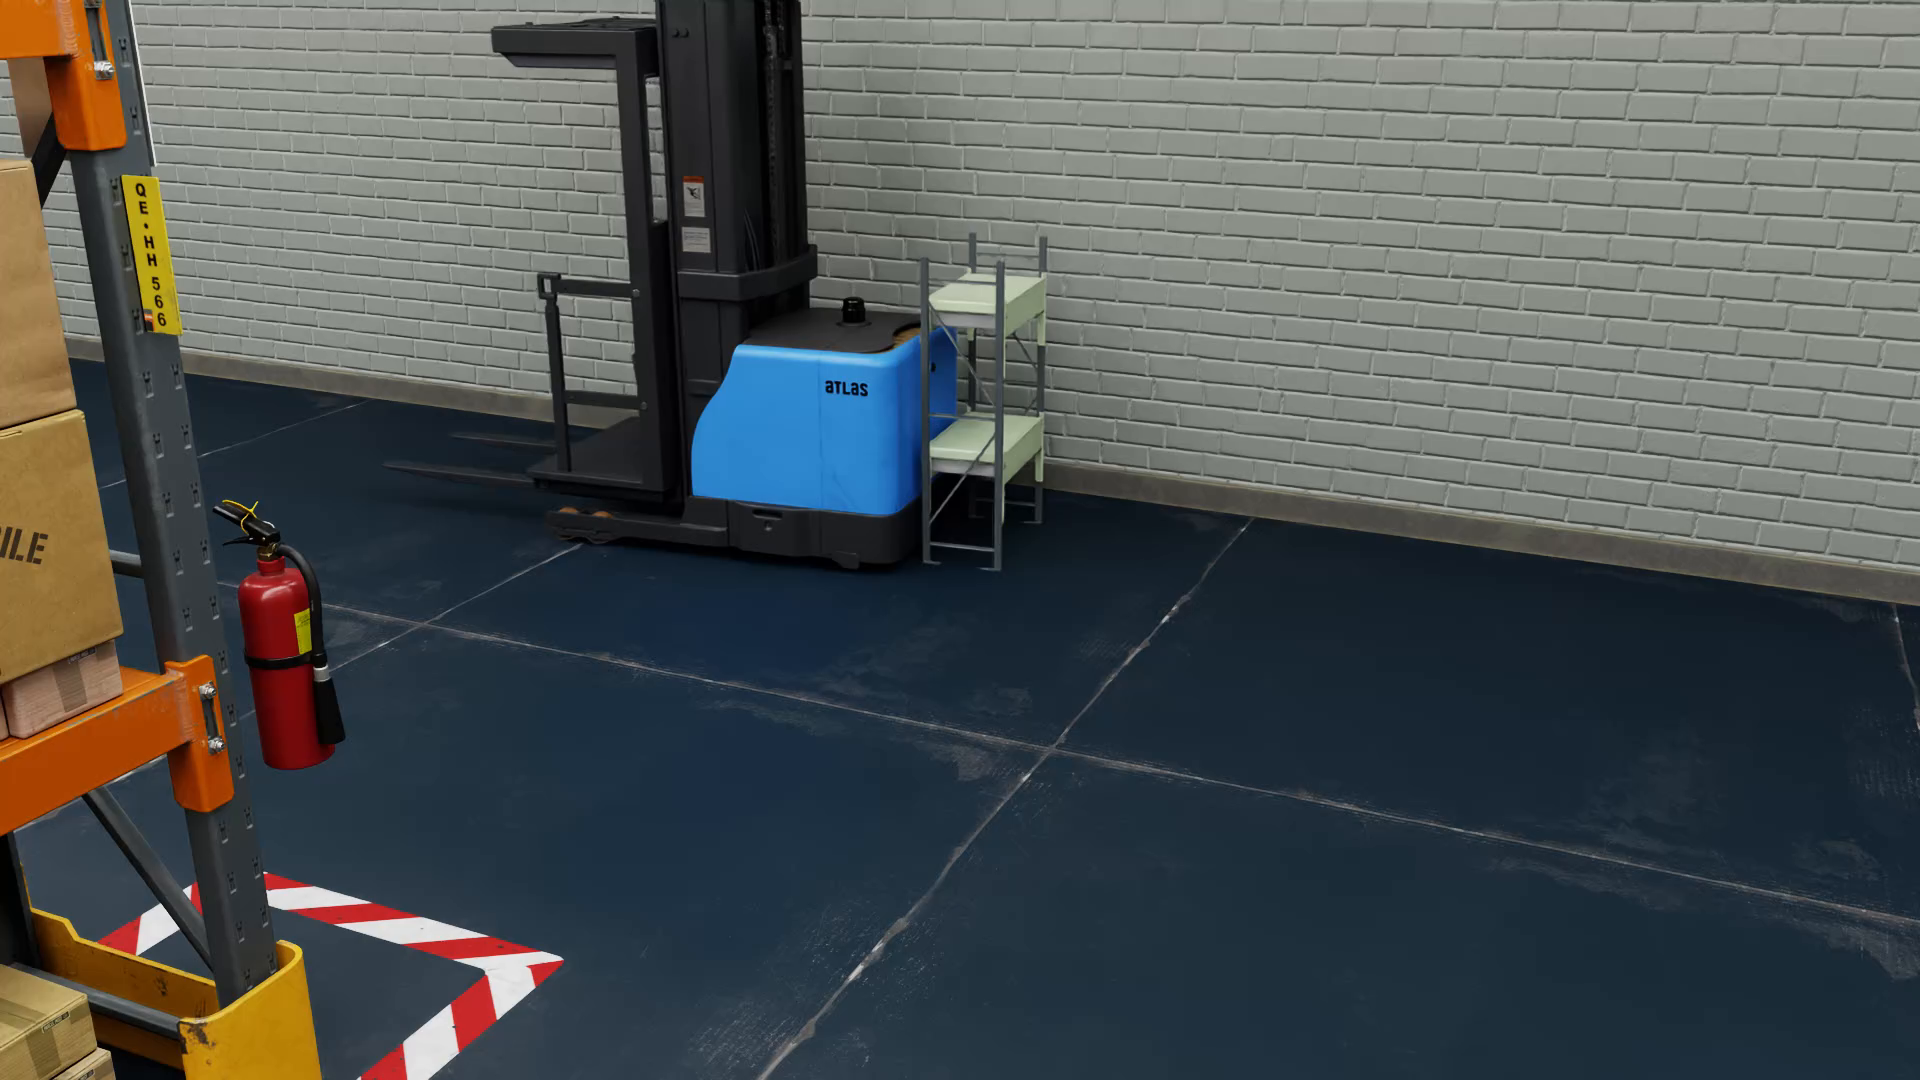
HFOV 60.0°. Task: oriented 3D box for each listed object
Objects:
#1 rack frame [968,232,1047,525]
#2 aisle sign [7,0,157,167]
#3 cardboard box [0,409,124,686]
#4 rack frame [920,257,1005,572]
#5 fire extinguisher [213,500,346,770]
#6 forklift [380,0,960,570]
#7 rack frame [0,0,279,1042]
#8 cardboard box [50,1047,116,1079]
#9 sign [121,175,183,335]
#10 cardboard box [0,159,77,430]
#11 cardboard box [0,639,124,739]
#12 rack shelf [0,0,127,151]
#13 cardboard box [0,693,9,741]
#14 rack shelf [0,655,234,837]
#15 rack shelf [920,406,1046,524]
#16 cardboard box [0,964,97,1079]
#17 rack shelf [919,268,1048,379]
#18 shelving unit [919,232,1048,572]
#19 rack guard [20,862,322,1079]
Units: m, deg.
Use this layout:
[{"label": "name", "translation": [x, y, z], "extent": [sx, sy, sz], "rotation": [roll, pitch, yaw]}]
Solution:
[{"label": "rack frame", "translation": [0.236, -0.809, 8.505], "extent": [0.400, 1.500, 0.023], "rotation": [6, 21, 17]}, {"label": "aisle sign", "translation": [-1.869, -1.183, 3.438], "extent": [0.394, 0.787, 0.004], "rotation": [9, 21, 23]}, {"label": "cardboard box", "translation": [-2.122, 0.009, 3.375], "extent": [0.500, 0.500, 0.500], "rotation": [9, 21, 24]}, {"label": "rack frame", "translation": [0.010, -0.576, 7.850], "extent": [0.400, 1.500, 0.023], "rotation": [6, 21, 17]}, {"label": "fire extinguisher", "translation": [-1.649, 0.222, 4.041], "extent": [0.296, 0.674, 0.183], "rotation": [9, 21, 23]}, {"label": "forklift", "translation": [-1.577, -1.517, 8.360], "extent": [3.031, 2.935, 1.130], "rotation": [6, 21, 18]}, {"label": "rack frame", "translation": [-2.173, 0.023, 3.927], "extent": [1.000, 3.000, 0.127], "rotation": [9, 21, 23]}, {"label": "cardboard box", "translation": [-2.129, 1.229, 3.720], "extent": [0.380, 0.149, 0.250], "rotation": [8, 21, 21]}, {"label": "sign", "translation": [-1.675, -0.589, 3.448], "extent": [0.100, 0.325, 0.005], "rotation": [9, 21, 23]}, {"label": "cardboard box", "translation": [-2.133, -0.461, 3.203], "extent": [0.500, 0.500, 0.500], "rotation": [8, 21, 22]}, {"label": "cardboard box", "translation": [-2.048, 0.280, 3.580], "extent": [0.380, 0.149, 0.250], "rotation": [9, 21, 23]}, {"label": "rack shelf", "translation": [-2.992, -0.440, 1.826], "extent": [1.077, 0.370, 4.000], "rotation": [9, 21, 23]}, {"label": "cardboard box", "translation": [-2.185, 0.351, 3.380], "extent": [0.380, 0.149, 0.250], "rotation": [9, 21, 23]}, {"label": "rack shelf", "translation": [-2.992, 0.974, 2.328], "extent": [1.077, 0.370, 4.000], "rotation": [9, 21, 23]}, {"label": "rack shelf", "translation": [0.123, -0.385, 8.287], "extent": [0.431, 0.370, 0.720], "rotation": [6, 21, 17]}, {"label": "cardboard box", "translation": [-2.158, 1.085, 3.682], "extent": [0.380, 0.149, 0.250], "rotation": [9, 21, 23]}, {"label": "rack shelf", "translation": [0.123, -1.060, 8.047], "extent": [0.431, 0.370, 0.720], "rotation": [6, 21, 17]}, {"label": "shelving unit", "translation": [0.123, -0.692, 8.178], "extent": [0.431, 1.500, 0.755], "rotation": [6, 21, 17]}, {"label": "rack guard", "translation": [-2.204, 1.224, 4.280], "extent": [1.175, 0.500, 0.348], "rotation": [9, 21, 23]}]
